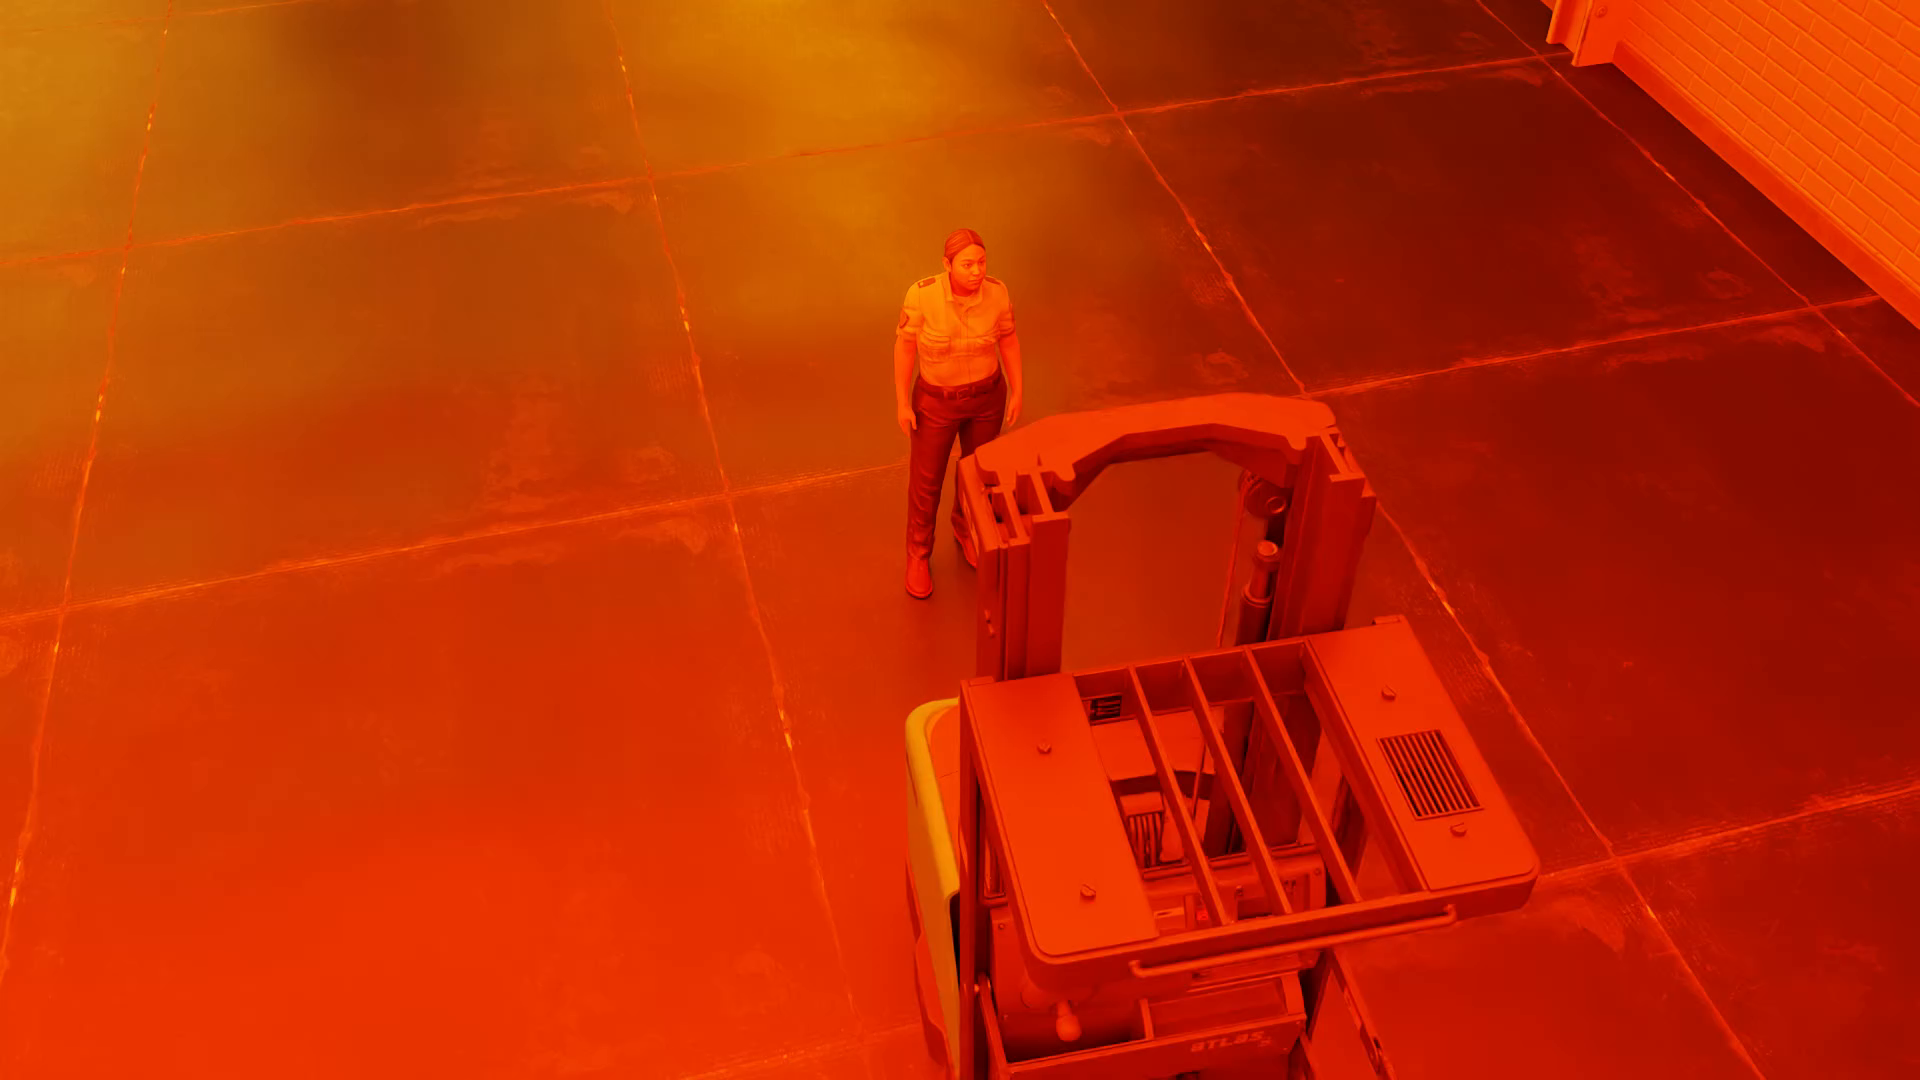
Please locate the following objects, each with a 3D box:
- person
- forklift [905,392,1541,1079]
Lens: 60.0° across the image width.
[{"bbox_3d":[0.001,-0.540,7.141,0.598,1.651,0.502,-10,44,-11],"label":"person"},{"bbox_3d":[0.590,1.201,4.375,1.130,2.935,3.031,-8,44,-8],"label":"forklift"}]
